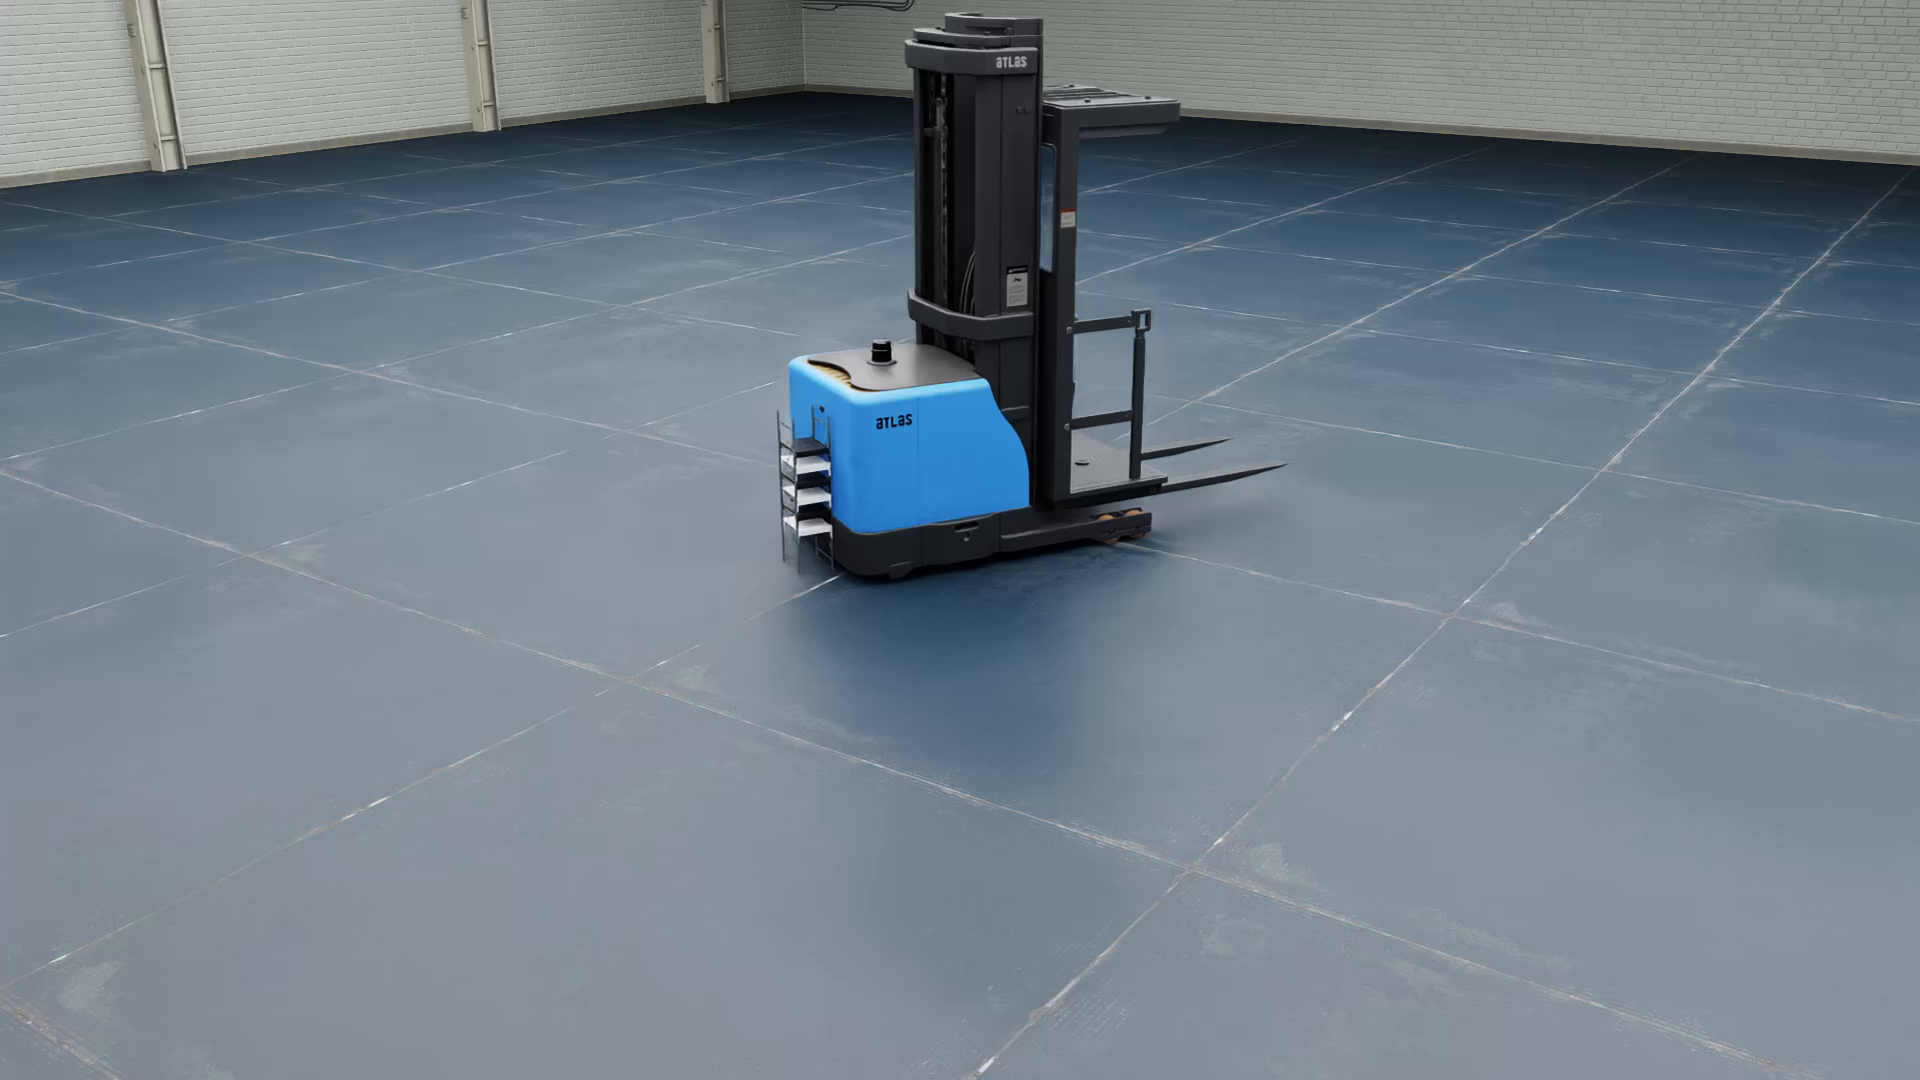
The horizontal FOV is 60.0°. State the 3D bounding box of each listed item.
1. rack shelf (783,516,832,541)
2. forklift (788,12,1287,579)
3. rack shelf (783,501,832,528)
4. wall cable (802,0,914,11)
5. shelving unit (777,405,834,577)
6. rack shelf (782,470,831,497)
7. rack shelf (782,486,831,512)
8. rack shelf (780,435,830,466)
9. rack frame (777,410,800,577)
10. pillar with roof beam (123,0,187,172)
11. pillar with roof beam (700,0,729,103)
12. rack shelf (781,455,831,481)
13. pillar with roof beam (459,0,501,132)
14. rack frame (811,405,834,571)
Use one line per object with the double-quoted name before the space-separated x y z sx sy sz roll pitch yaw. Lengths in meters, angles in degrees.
"rack shelf" -0.854 -0.070 9.272 0.200 0.077 0.258 -10 23 -26
"forklift" 0.554 -1.503 9.604 3.031 2.935 1.130 -10 23 -26
"rack shelf" -0.854 -0.154 9.240 0.200 0.077 0.258 -10 23 -26
"wall cable" -2.194 -12.274 34.453 3.097 2.526 0.112 13 24 32
"shelving unit" -0.854 -0.270 9.198 0.210 0.900 0.258 -10 23 -26
"rack shelf" -0.854 -0.323 9.178 0.200 0.077 0.258 -10 23 -26
"rack shelf" -0.854 -0.239 9.209 0.200 0.077 0.258 -10 23 -26
"rack shelf" -0.854 -0.492 9.116 0.200 0.077 0.258 -10 23 -26
"rack frame" -0.944 -0.254 9.154 0.006 0.900 0.240 -10 23 -26
"pillar with roof beam" -8.129 -8.861 20.748 9.100 9.000 0.400 13 24 32
"pillar with roof beam" -1.383 -12.304 30.056 9.100 9.000 0.400 13 24 32
"rack shelf" -0.854 -0.408 9.147 0.200 0.077 0.258 -10 23 -26
"pillar with roof beam" -4.756 -10.582 25.402 9.100 9.000 0.400 13 24 32
"rack frame" -0.764 -0.286 9.242 0.006 0.900 0.240 -10 23 -26
